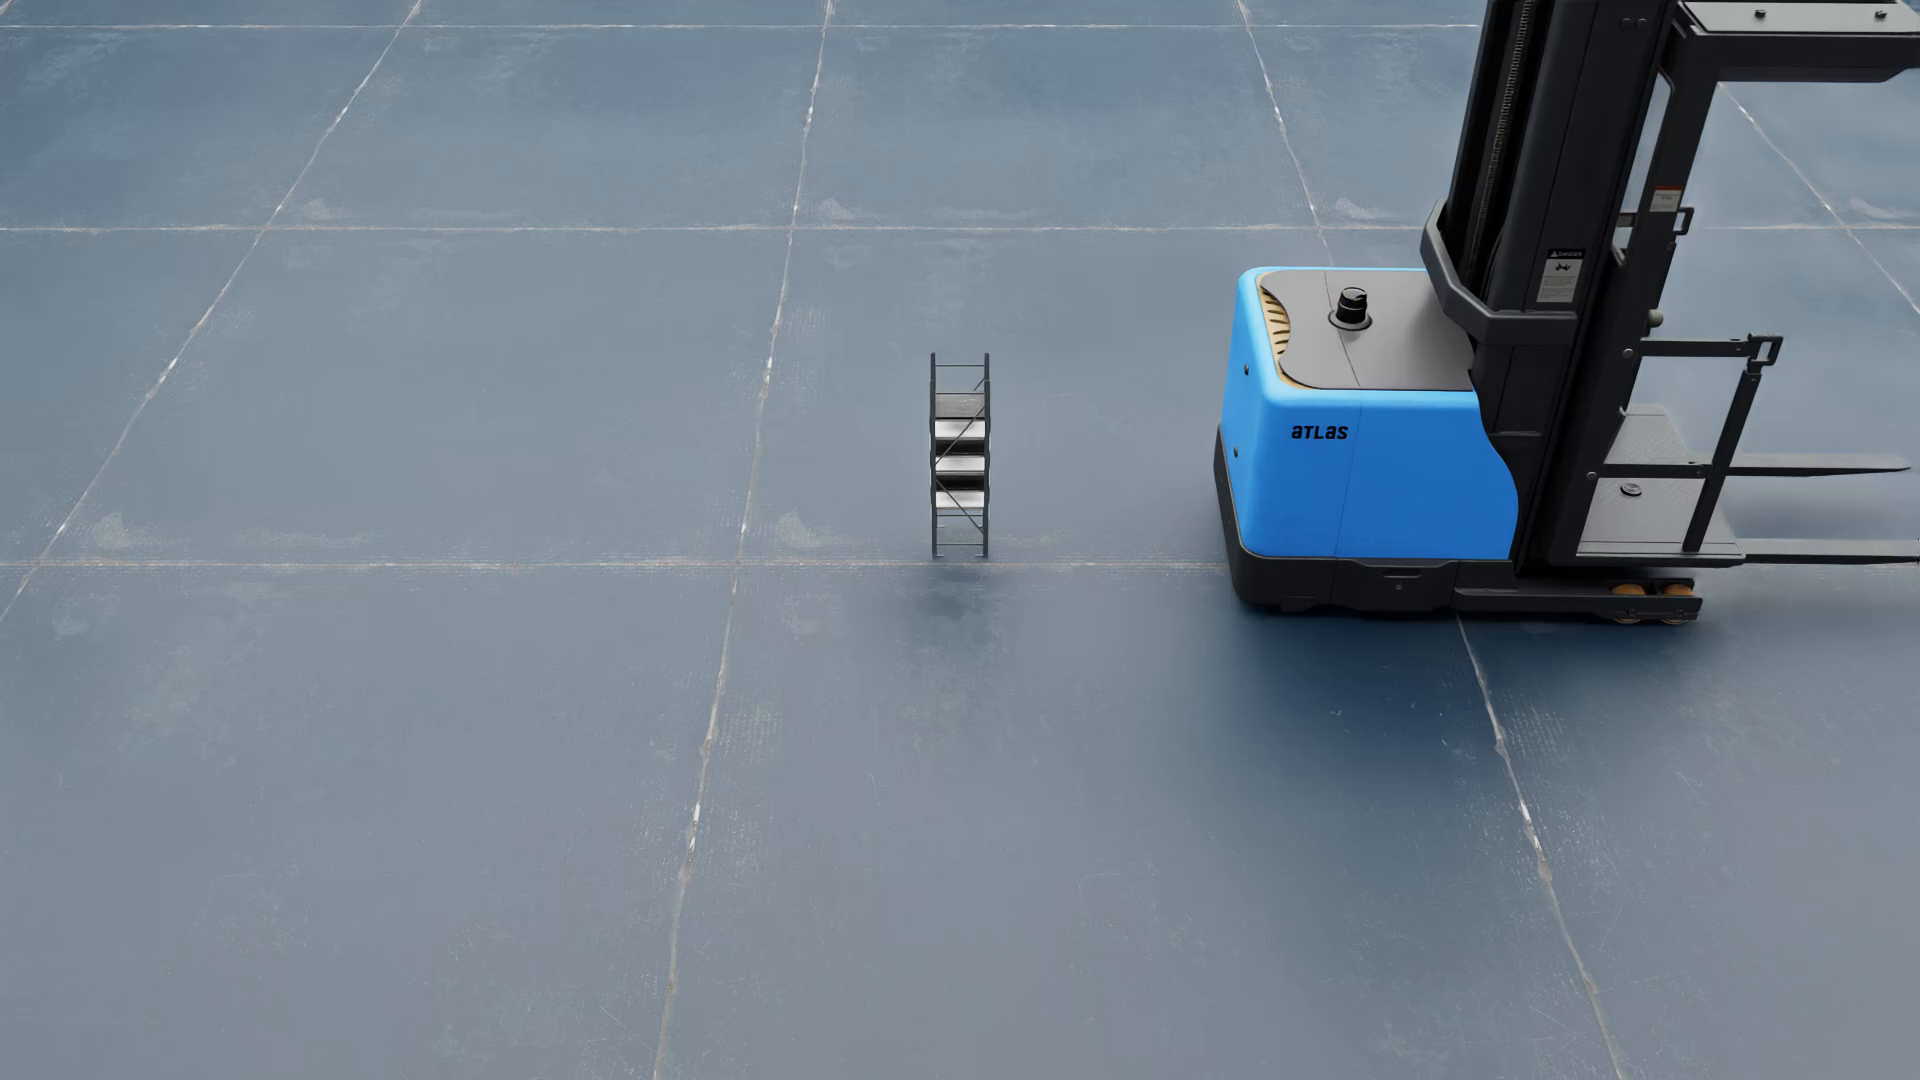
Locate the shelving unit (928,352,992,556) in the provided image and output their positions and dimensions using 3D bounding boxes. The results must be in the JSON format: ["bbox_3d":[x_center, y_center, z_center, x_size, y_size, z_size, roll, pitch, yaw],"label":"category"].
[{"bbox_3d":[0.000,-0.346,6.962,0.258,0.900,0.210,0,39,0],"label":"shelving unit"}]

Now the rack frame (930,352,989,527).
[{"bbox_3d":[0.000,-0.410,7.042,0.240,0.900,0.006,0,39,0],"label":"rack frame"}]

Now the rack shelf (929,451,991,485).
[{"bbox_3d":[0.000,-0.320,6.983,0.258,0.077,0.200,0,39,0],"label":"rack shelf"}]

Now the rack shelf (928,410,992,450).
[{"bbox_3d":[0.000,-0.461,6.871,0.258,0.077,0.200,0,39,0],"label":"rack shelf"}]

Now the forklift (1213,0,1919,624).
[{"bbox_3d":[2.656,-1.137,6.325,3.031,2.935,1.130,1,39,1],"label":"forklift"}]

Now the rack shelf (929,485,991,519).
[{"bbox_3d":[0.000,-0.180,7.096,0.258,0.077,0.200,0,39,0],"label":"rack shelf"}]

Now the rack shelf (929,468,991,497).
[{"bbox_3d":[0.000,-0.250,7.039,0.258,0.077,0.200,0,39,0],"label":"rack shelf"}]

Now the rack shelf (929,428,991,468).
[{"bbox_3d":[0.000,-0.390,6.927,0.258,0.077,0.200,0,39,0],"label":"rack shelf"}]

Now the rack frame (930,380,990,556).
[{"bbox_3d":[0.000,-0.282,6.883,0.240,0.900,0.006,0,39,0],"label":"rack frame"}]

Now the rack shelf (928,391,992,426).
[{"bbox_3d":[0.000,-0.531,6.814,0.258,0.077,0.200,0,39,0],"label":"rack shelf"}]
